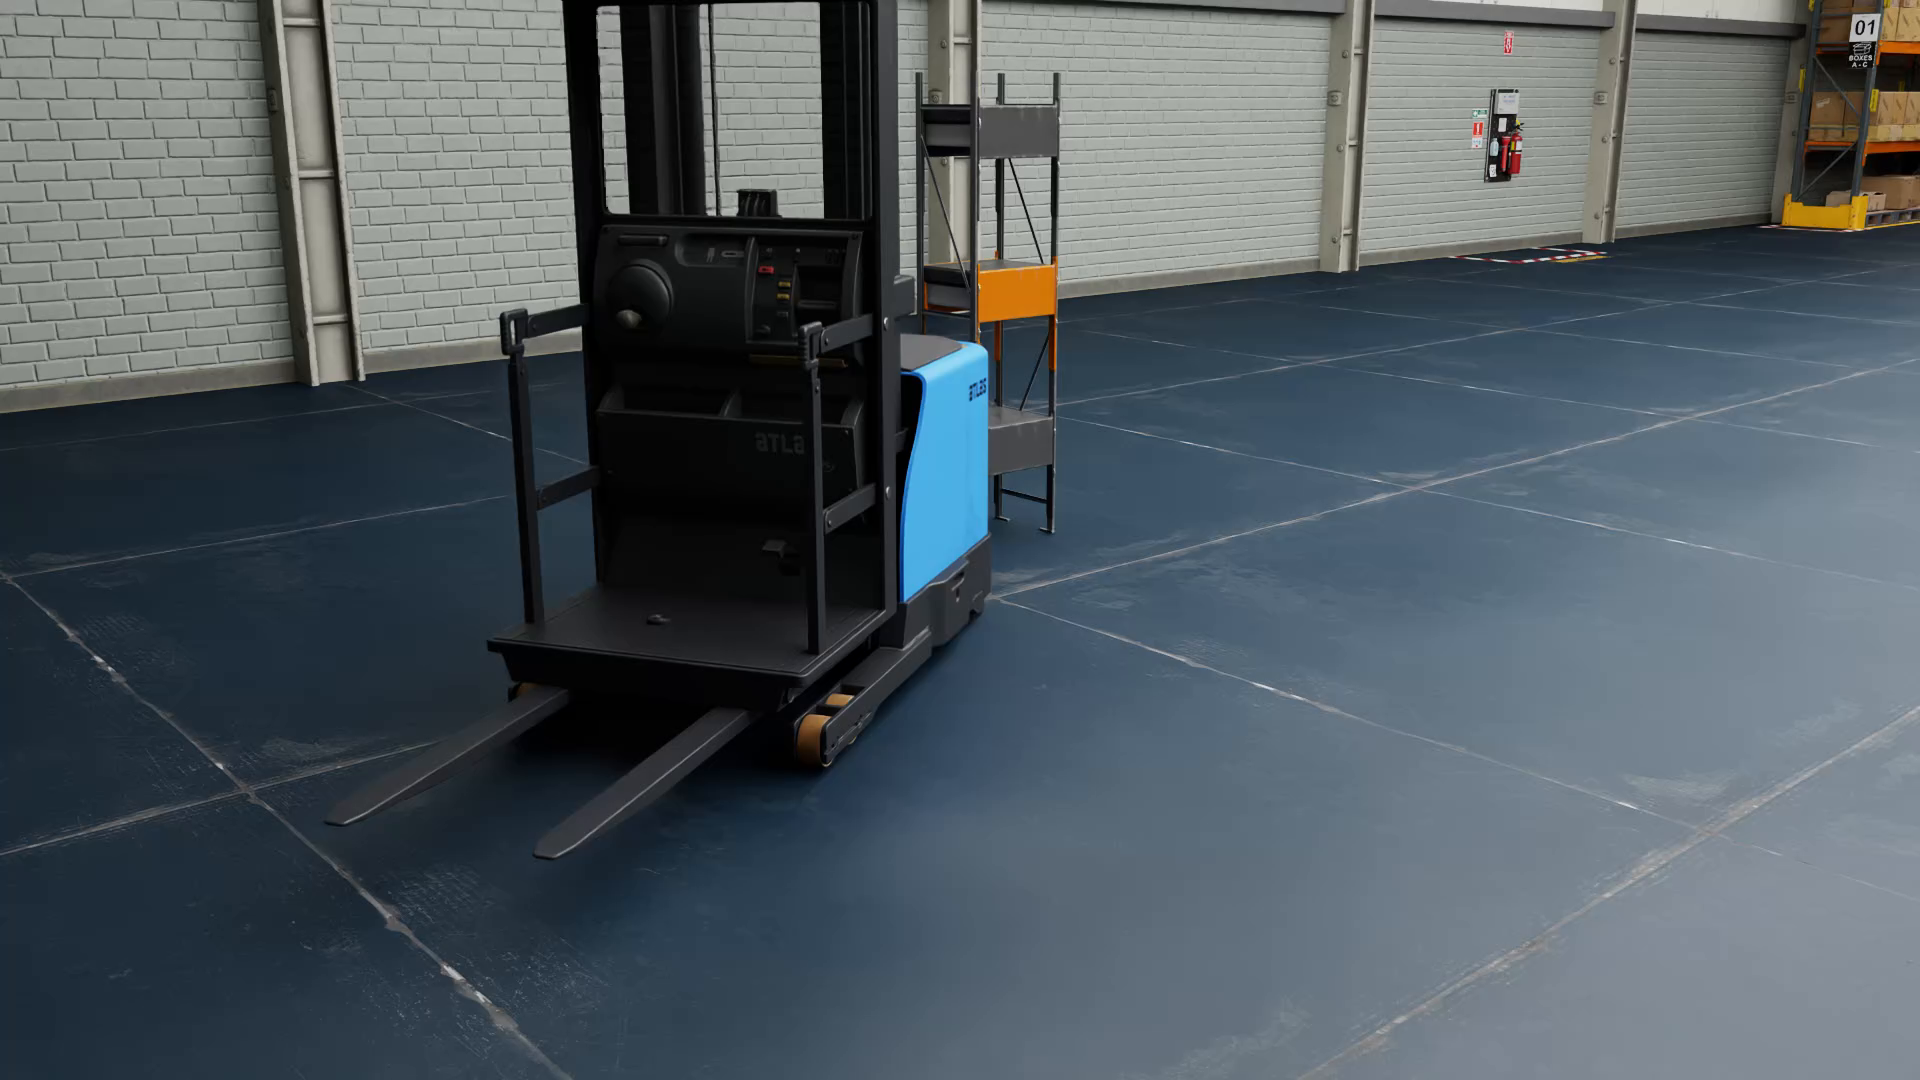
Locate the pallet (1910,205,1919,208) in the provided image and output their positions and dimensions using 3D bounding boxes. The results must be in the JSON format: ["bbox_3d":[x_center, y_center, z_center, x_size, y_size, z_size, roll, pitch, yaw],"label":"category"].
[{"bbox_3d":[16.105,-5.598,28.298,1.213,0.211,1.003,-13,19,-39],"label":"pallet"}]

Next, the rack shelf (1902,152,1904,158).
[{"bbox_3d":[18.097,-7.057,29.751,4.000,0.370,1.077,-13,19,-39],"label":"rack shelf"}]

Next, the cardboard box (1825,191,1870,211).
[{"bbox_3d":[14.152,-5.401,26.516,0.500,0.311,0.500,13,20,41],"label":"cardboard box"}]

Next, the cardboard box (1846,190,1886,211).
[{"bbox_3d":[14.582,-5.498,26.878,0.500,0.311,0.500,-11,18,-35],"label":"cardboard box"}]

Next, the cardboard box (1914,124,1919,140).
[{"bbox_3d":[15.301,-6.607,26.925,0.500,0.250,0.500,-12,19,-39],"label":"cardboard box"}]

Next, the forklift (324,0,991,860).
[{"bbox_3d":[-0.822,-0.830,5.179,1.130,2.935,3.031,5,16,18],"label":"forklift"}]

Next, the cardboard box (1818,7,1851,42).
[{"bbox_3d":[13.719,-8.015,25.899,0.500,0.500,0.500,-11,18,-35],"label":"cardboard box"}]

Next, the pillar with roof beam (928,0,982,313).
[{"bbox_3d":[2.778,-5.686,11.600,0.400,9.000,9.100,-13,19,-39],"label":"pillar with roof beam"}]

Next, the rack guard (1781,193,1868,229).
[{"bbox_3d":[13.628,-5.193,26.224,0.348,0.500,1.175,-13,19,-39],"label":"rack guard"}]

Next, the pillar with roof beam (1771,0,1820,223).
[{"bbox_3d":[16.357,-8.735,23.015,0.400,9.000,9.100,-13,19,-39],"label":"pillar with roof beam"}]

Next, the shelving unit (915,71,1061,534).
[{"bbox_3d":[0.125,-1.042,7.584,0.503,2.100,0.431,-13,19,-39],"label":"shelving unit"}]

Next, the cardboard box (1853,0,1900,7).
[{"bbox_3d":[14.021,-8.396,25.389,0.500,0.500,0.500,14,21,43],"label":"cardboard box"}]

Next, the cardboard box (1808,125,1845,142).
[{"bbox_3d":[13.796,-6.442,26.307,0.500,0.250,0.500,-12,19,-39],"label":"cardboard box"}]

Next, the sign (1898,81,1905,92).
[{"bbox_3d":[16.221,-7.733,28.642,0.005,0.325,0.100,-13,19,-39],"label":"sign"}]

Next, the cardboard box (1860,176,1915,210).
[{"bbox_3d":[15.168,-5.704,27.282,0.500,0.500,0.700,-14,21,-43],"label":"cardboard box"}]

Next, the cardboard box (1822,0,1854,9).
[{"bbox_3d":[13.724,-8.502,25.785,0.500,0.500,0.500,-12,19,-37],"label":"cardboard box"}]

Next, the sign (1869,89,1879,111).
[{"bbox_3d":[13.927,-6.701,25.346,0.005,0.325,0.100,-13,19,-39],"label":"sign"}]

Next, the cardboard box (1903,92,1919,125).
[{"bbox_3d":[14.902,-6.878,26.486,0.500,0.500,0.500,-13,20,-41],"label":"cardboard box"}]

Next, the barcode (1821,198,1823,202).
[{"bbox_3d":[13.903,-5.487,26.818,0.075,0.075,0.001,-13,19,-39],"label":"barcode"}]

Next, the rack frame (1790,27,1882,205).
[{"bbox_3d":[13.571,-6.388,25.853,0.127,3.000,1.000,-13,19,-39],"label":"rack frame"}]

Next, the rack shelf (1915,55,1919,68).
[{"bbox_3d":[18.097,-8.506,29.364,4.000,0.370,1.077,-13,19,-39],"label":"rack shelf"}]

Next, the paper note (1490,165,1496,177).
[{"bbox_3d":[6.937,-4.805,21.634,0.142,0.148,0.016,-13,19,-39],"label":"paper note"}]

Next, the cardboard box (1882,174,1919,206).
[{"bbox_3d":[15.832,-5.887,27.968,0.500,0.500,0.500,14,21,43],"label":"cardboard box"}]

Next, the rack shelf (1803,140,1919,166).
[{"bbox_3d":[15.080,-6.379,27.214,4.000,0.370,1.077,-13,19,-39],"label":"rack shelf"}]

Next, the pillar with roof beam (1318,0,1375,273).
[{"bbox_3d":[7.305,-6.703,15.405,0.400,9.000,9.100,-13,19,-39],"label":"pillar with roof beam"}]

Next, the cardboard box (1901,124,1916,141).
[{"bbox_3d":[14.918,-6.522,26.606,0.500,0.250,0.500,-13,20,-40],"label":"cardboard box"}]

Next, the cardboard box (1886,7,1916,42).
[{"bbox_3d":[14.416,-7.987,25.795,0.500,0.500,0.500,-11,19,-36],"label":"cardboard box"}]

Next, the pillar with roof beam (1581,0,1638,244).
[{"bbox_3d":[11.831,-7.719,19.210,0.400,9.000,9.100,-13,19,-39],"label":"pillar with roof beam"}]

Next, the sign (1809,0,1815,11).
[{"bbox_3d":[13.222,-8.376,25.769,0.005,0.325,0.100,-13,19,-39],"label":"sign"}]

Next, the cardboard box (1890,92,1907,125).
[{"bbox_3d":[14.508,-6.792,26.163,0.500,0.500,0.500,-13,19,-39],"label":"cardboard box"}]

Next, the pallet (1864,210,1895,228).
[{"bbox_3d":[14.264,-5.184,26.750,1.213,0.211,1.003,-13,19,-39],"label":"pallet"}]

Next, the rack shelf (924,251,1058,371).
[{"bbox_3d":[0.125,-1.029,7.588,0.480,0.518,0.431,-13,19,-39],"label":"rack shelf"}]

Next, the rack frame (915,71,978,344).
[{"bbox_3d":[-0.059,-1.001,7.429,0.015,2.100,0.400,-13,19,-39],"label":"rack frame"}]

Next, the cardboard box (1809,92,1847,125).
[{"bbox_3d":[13.787,-6.809,26.227,0.500,0.500,0.500,-13,20,-40],"label":"cardboard box"}]

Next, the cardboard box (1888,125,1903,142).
[{"bbox_3d":[14.530,-6.437,26.287,0.500,0.250,0.500,-13,20,-41],"label":"cardboard box"}]

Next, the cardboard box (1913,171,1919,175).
[{"bbox_3d":[17.133,-6.198,29.134,0.500,0.500,0.700,-12,19,-38],"label":"cardboard box"}]

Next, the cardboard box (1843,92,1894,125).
[{"bbox_3d":[14.128,-6.710,25.857,0.500,0.500,0.500,-13,19,-39],"label":"cardboard box"}]

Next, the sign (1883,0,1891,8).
[{"bbox_3d":[13.927,-8.154,24.958,0.005,0.325,0.100,-13,19,-39],"label":"sign"}]

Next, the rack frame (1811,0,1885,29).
[{"bbox_3d":[13.571,-9.286,25.079,0.127,3.000,1.000,-13,19,-39],"label":"rack frame"}]

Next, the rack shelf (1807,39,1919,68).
[{"bbox_3d":[15.080,-7.829,26.827,4.000,0.370,1.077,-13,19,-39],"label":"rack shelf"}]

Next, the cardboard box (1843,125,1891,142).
[{"bbox_3d":[14.147,-6.346,25.948,0.500,0.250,0.500,-13,20,-41],"label":"cardboard box"}]

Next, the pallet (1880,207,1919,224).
[{"bbox_3d":[15.184,-5.390,27.520,1.213,0.211,1.003,-13,19,-39],"label":"pallet"}]

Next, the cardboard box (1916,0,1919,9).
[{"bbox_3d":[14.812,-8.560,26.003,0.500,0.500,0.500,-12,19,-38],"label":"cardboard box"}]

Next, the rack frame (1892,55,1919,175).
[{"bbox_3d":[16.588,-7.066,28.390,0.127,3.000,1.000,-13,19,-39],"label":"rack frame"}]

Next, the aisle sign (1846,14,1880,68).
[{"bbox_3d":[13.714,-7.573,25.253,0.004,0.787,0.394,-13,19,-39],"label":"aisle sign"}]

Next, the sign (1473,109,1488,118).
[{"bbox_3d":[6.640,-5.446,21.230,0.331,0.109,0.001,-13,19,-39],"label":"sign"}]

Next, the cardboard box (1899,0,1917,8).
[{"bbox_3d":[14.432,-8.471,25.670,0.500,0.500,0.500,-13,20,-40],"label":"cardboard box"}]

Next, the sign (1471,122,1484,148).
[{"bbox_3d":[6.631,-5.191,21.302,0.234,0.329,0.001,-13,19,-39],"label":"sign"}]

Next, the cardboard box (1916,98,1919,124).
[{"bbox_3d":[15.283,-6.968,26.822,0.500,0.500,0.500,-12,19,-38],"label":"cardboard box"}]

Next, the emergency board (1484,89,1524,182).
[{"bbox_3d":[7.116,-5.247,21.583,0.643,1.169,0.194,-13,19,-39],"label":"emergency board"}]

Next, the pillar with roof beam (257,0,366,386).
[{"bbox_3d":[-1.748,-4.670,7.795,0.400,9.000,9.100,-13,19,-39],"label":"pillar with roof beam"}]

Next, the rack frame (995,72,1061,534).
[{"bbox_3d":[0.309,-1.084,7.739,0.015,2.100,0.400,-13,19,-39],"label":"rack frame"}]

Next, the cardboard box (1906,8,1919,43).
[{"bbox_3d":[14.805,-8.076,26.127,0.500,0.500,0.500,-12,19,-37],"label":"cardboard box"}]

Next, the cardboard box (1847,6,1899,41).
[{"bbox_3d":[13.987,-7.903,25.480,0.500,0.500,0.500,-12,19,-38],"label":"cardboard box"}]

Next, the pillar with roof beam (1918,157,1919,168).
[{"bbox_3d":[20.883,-9.752,26.821,0.400,9.000,9.100,-13,19,-39],"label":"pillar with roof beam"}]

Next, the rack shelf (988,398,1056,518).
[{"bbox_3d":[0.125,-0.353,7.768,0.480,0.518,0.431,-13,19,-39],"label":"rack shelf"}]

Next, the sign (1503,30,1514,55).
[{"bbox_3d":[7.044,-6.385,21.351,0.199,0.298,0.001,-13,19,-39],"label":"sign"}]

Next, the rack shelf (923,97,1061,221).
[{"bbox_3d":[0.125,-1.706,7.407,0.480,0.518,0.431,-13,19,-39],"label":"rack shelf"}]

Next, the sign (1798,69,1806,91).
[{"bbox_3d":[13.222,-7.212,26.080,0.005,0.325,0.100,-13,19,-39],"label":"sign"}]
